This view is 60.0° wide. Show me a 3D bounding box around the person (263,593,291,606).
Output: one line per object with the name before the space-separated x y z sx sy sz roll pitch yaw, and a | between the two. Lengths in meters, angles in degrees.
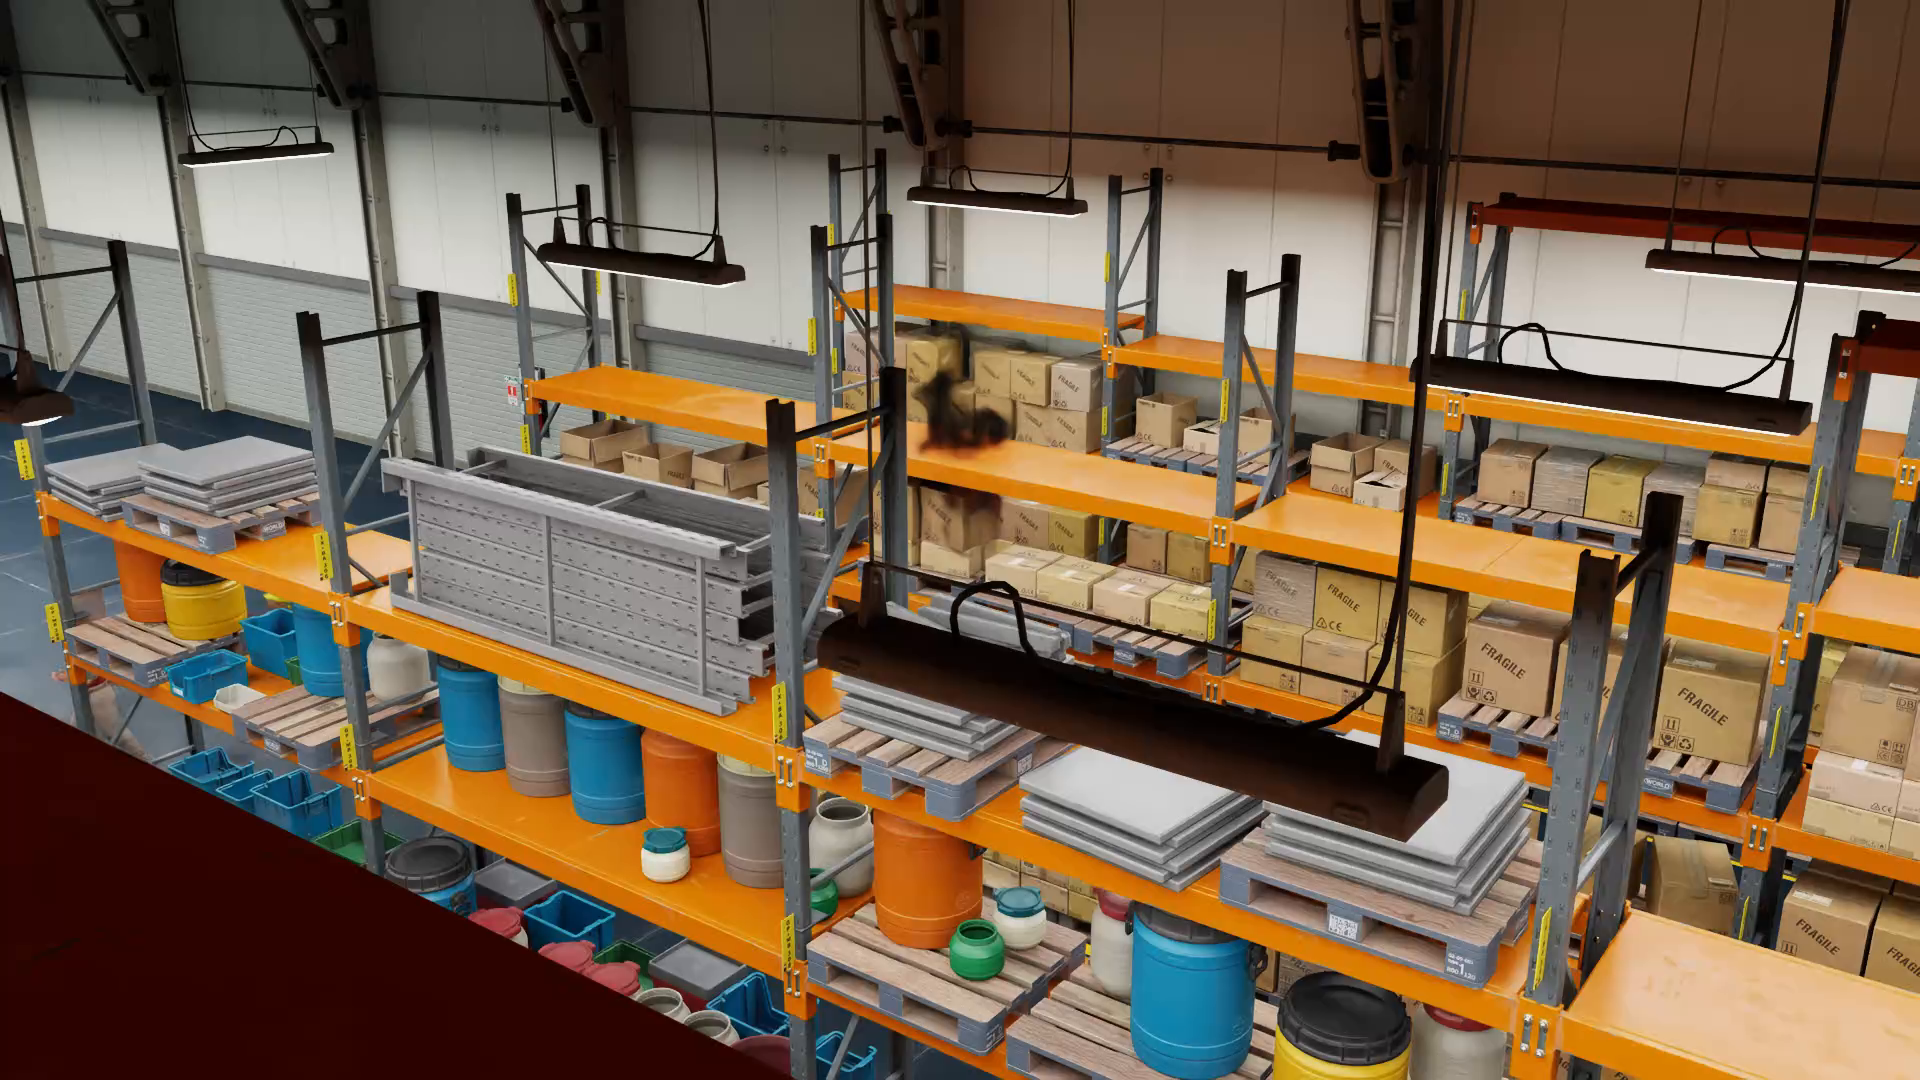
person | -7.314 0.930 18.163 0.465 0.893 0.642 -9 21 -26

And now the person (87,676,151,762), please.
person | -8.975 1.772 17.472 0.642 1.599 0.611 -11 21 -29
